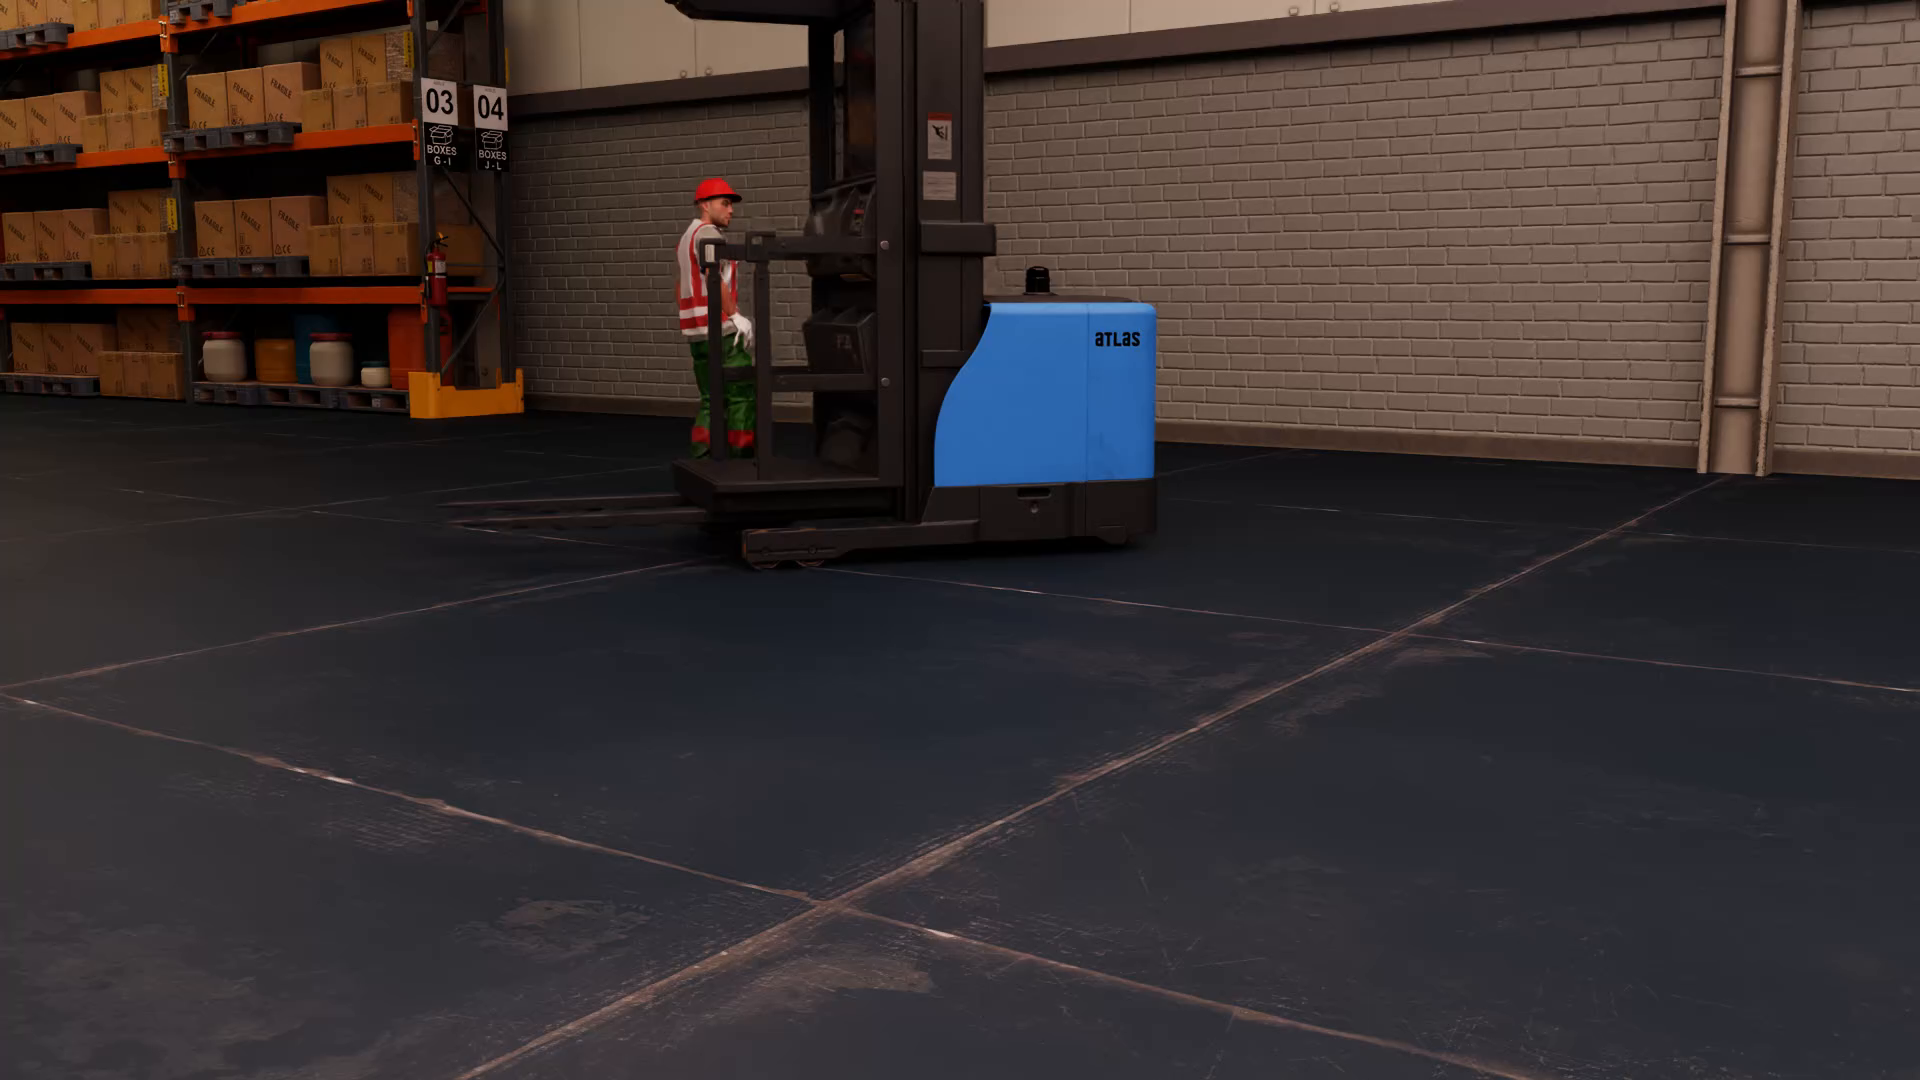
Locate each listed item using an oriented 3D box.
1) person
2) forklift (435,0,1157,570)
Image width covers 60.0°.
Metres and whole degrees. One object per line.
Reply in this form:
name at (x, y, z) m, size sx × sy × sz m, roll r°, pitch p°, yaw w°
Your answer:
person at (-1.328, -1.167, 9.510) m, size 0.513 × 1.777 × 0.751 m, roll -6°, pitch 10°, yaw -35°
forklift at (-0.703, -1.412, 7.119) m, size 3.031 × 2.935 × 1.130 m, roll -3°, pitch 9°, yaw -19°
